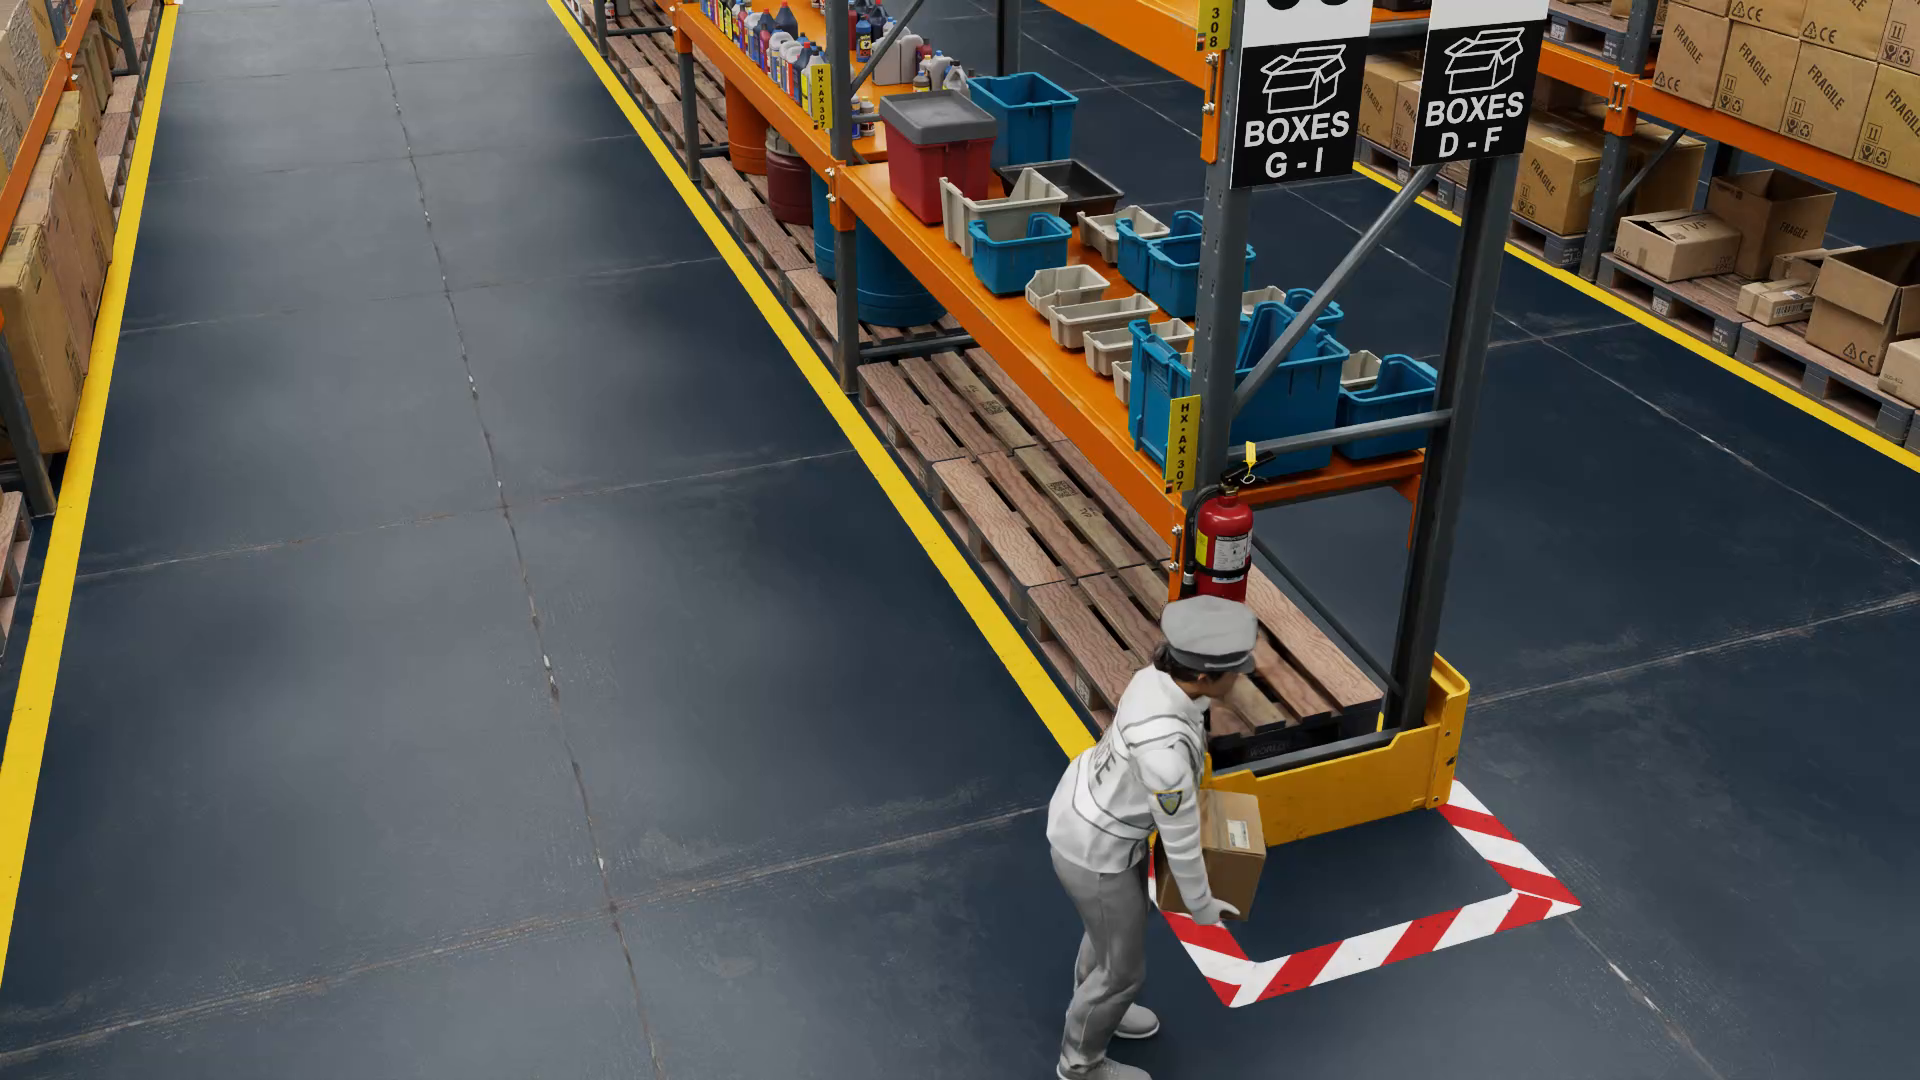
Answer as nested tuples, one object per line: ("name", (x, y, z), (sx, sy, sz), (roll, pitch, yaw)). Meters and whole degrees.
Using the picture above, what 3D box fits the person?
("person", (0.517, 0.874, 4.674), (0.548, 1.615, 0.404), (4, 30, 8))
